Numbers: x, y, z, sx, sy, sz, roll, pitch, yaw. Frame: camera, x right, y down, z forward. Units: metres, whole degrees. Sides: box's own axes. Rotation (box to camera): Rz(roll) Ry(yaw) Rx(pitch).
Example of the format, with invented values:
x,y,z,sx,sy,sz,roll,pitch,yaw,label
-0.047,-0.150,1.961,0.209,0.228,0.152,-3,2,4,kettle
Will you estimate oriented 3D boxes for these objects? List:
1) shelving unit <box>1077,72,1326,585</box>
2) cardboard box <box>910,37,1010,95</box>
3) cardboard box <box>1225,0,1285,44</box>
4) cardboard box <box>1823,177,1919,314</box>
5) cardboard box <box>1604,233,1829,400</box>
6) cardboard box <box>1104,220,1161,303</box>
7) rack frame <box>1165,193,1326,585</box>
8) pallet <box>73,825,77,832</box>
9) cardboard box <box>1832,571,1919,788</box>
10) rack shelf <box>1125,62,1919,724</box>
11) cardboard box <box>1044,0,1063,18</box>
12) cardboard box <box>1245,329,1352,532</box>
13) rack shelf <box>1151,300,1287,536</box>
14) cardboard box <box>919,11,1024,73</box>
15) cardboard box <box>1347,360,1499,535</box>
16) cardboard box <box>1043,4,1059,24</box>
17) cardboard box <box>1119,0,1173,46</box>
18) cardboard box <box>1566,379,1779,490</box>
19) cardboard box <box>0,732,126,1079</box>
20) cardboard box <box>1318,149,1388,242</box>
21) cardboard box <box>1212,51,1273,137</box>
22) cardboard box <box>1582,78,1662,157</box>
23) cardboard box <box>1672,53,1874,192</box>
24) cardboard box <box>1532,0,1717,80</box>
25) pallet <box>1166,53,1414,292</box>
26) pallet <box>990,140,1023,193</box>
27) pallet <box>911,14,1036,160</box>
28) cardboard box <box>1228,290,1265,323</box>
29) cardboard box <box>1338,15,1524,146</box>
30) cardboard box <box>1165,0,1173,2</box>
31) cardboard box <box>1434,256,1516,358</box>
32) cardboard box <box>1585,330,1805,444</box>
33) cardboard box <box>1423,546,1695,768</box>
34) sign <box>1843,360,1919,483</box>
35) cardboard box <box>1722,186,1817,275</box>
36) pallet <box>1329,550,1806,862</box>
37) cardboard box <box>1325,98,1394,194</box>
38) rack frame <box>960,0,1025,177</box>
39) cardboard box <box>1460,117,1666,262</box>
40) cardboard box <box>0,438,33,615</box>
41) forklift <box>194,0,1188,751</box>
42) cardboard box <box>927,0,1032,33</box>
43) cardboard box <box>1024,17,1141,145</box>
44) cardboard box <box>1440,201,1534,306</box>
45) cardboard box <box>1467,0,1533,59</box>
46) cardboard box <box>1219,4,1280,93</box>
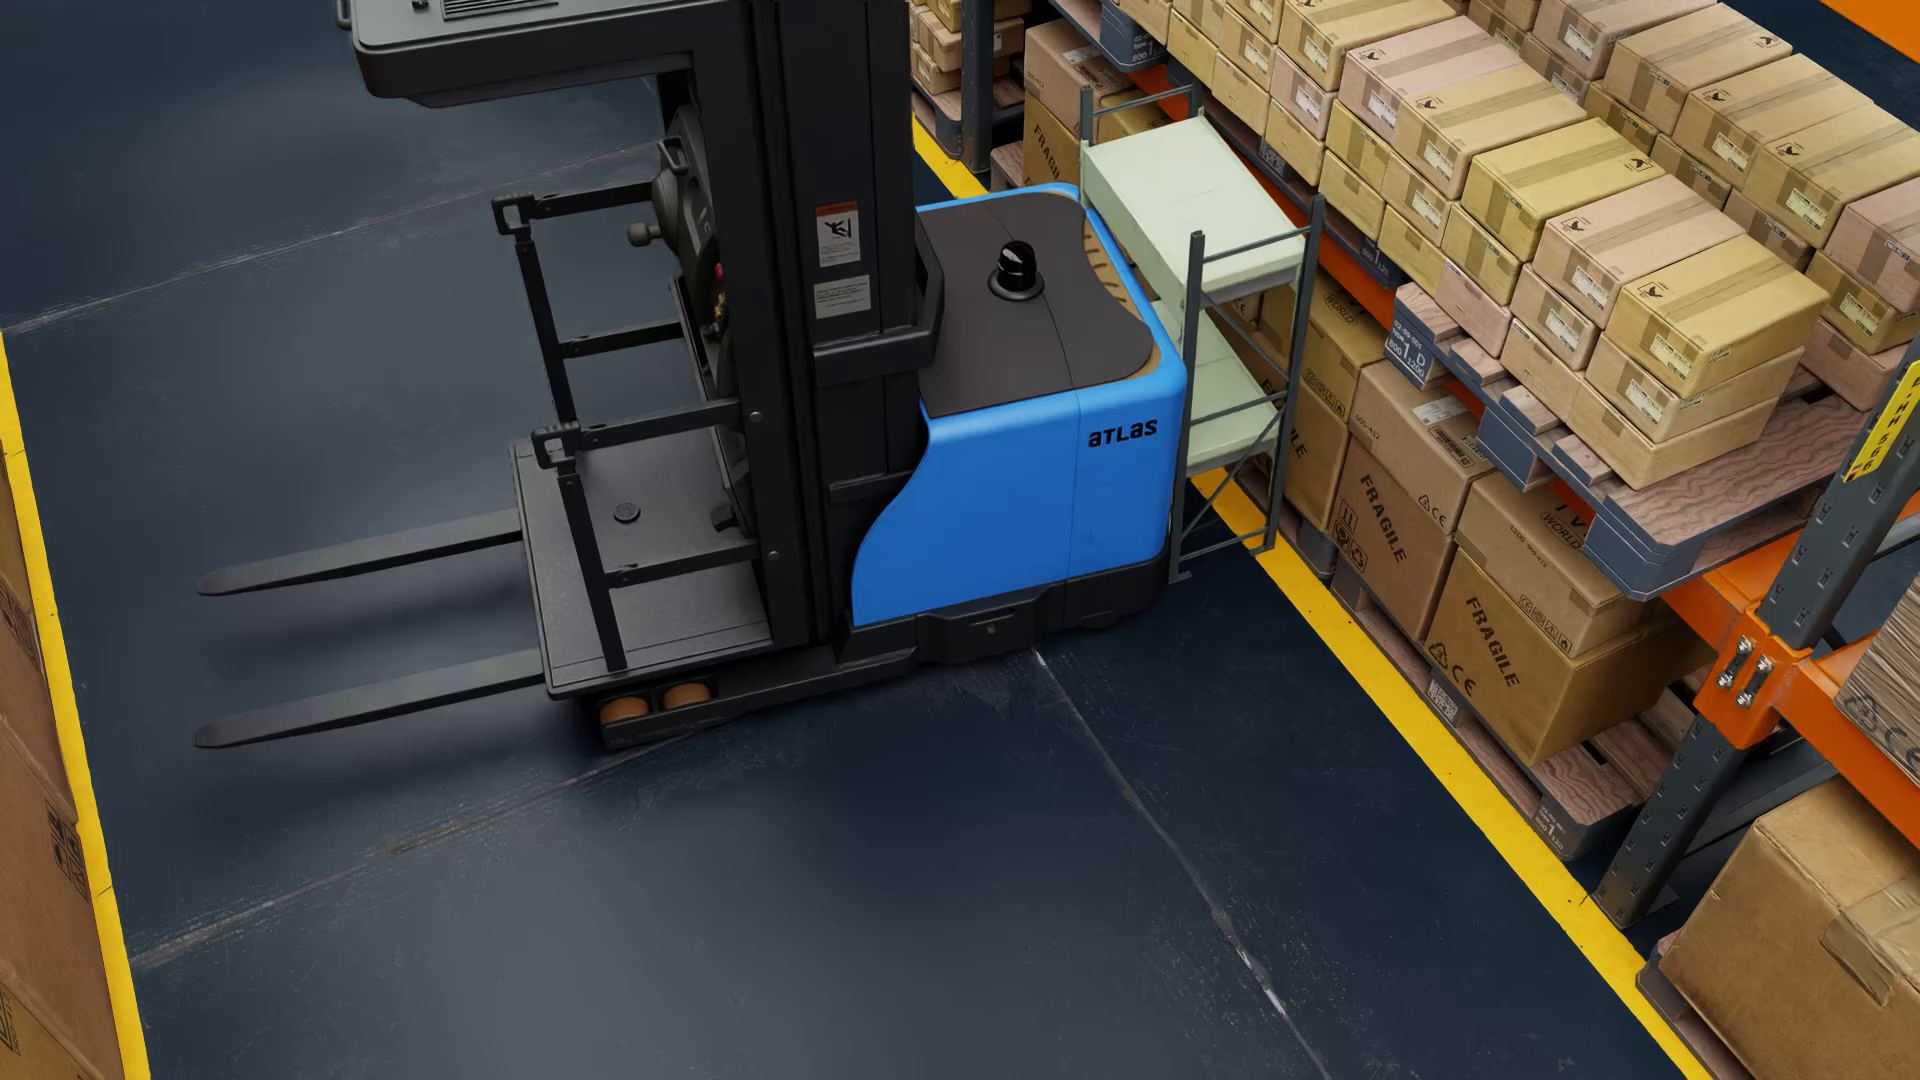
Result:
x,y,z,sx,sy,sz,roll,pitch,yaw,label
0.714,-0.656,5.299,0.431,1.500,0.755,-18,51,-11,shelving unit
-0.007,-2.099,7.208,0.380,0.149,0.250,-21,52,-17,cardboard box
0.966,-1.540,4.597,0.380,0.149,0.250,-20,52,-16,cardboard box
2.265,-0.708,3.869,0.380,0.149,0.250,-21,52,-17,cardboard box
1.674,-0.499,3.686,0.380,0.149,0.250,-23,53,-19,cardboard box
0.821,-1.131,6.128,0.500,0.500,0.500,-19,52,-16,cardboard box
0.847,-0.398,5.075,0.400,1.500,0.023,-18,51,-11,rack frame
-2.999,1.112,4.637,1.003,0.211,1.213,-21,52,-18,pallet
2.271,0.283,3.443,0.500,0.500,0.500,-21,52,-17,cardboard box
1.391,-1.179,5.267,1.077,0.370,4.000,-21,52,-18,rack shelf
0.594,-2.405,7.278,0.380,0.149,0.250,-19,51,-16,cardboard box
1.282,-0.440,5.524,0.500,0.500,0.500,-23,53,-19,cardboard box
0.731,-0.447,5.549,0.431,0.370,0.720,-18,51,-11,rack shelf
0.049,-2.154,7.058,0.380,0.149,0.250,-20,52,-17,cardboard box
1.519,-0.341,4.939,0.500,0.250,0.500,-20,52,-17,cardboard box
0.595,-2.309,7.391,0.380,0.149,0.250,-23,53,-19,cardboard box
0.721,-1.697,5.130,0.380,0.149,0.250,-23,53,-19,cardboard box
1.672,-0.305,3.912,0.380,0.149,0.250,-20,52,-17,cardboard box
-2.849,1.056,3.966,1.225,0.875,0.875,-21,52,-17,cardboard box
1.206,-0.991,4.512,0.380,0.149,0.250,-23,53,-19,cardboard box
0.962,-1.346,4.823,0.380,0.149,0.250,-23,53,-19,cardboard box
1.897,-1.151,4.454,0.380,0.149,0.250,-21,52,-17,cardboard box
2.033,-1.050,4.168,0.380,0.149,0.250,-21,52,-18,cardboard box
1.787,-1.407,4.481,0.380,0.149,0.250,-19,51,-16,cardboard box
1.364,-1.325,5.044,1.003,0.211,1.213,-21,52,-18,pallet
0.833,-1.316,6.761,1.003,0.211,1.213,-21,52,-18,pallet
0.137,-2.274,7.599,1.003,0.211,1.213,-21,52,-18,pallet
1.054,-1.033,5.544,0.500,0.250,0.500,-19,52,-16,cardboard box
1.211,-1.184,4.285,0.380,0.149,0.250,-21,52,-18,cardboard box
0.731,-1.787,5.011,0.380,0.149,0.250,-19,52,-16,cardboard box
1.441,-0.644,4.208,0.380,0.149,0.250,-20,52,-17,cardboard box
1.675,-0.405,3.802,0.380,0.149,0.250,-20,52,-17,cardboard box
1.772,0.257,4.914,0.500,0.500,0.500,-21,52,-18,cardboard box
1.828,-0.239,3.250,0.100,0.325,0.005,-21,52,-18,sign
2.137,-0.804,4.151,0.380,0.149,0.250,-19,51,-16,cardboard box
1.950,0.317,5.332,1.003,0.211,1.213,-21,52,-18,pallet
1.203,-1.093,4.404,0.380,0.149,0.250,-21,52,-18,cardboard box
0.476,-2.755,6.166,1.000,3.000,0.127,-21,52,-18,rack frame
1.441,-0.843,3.987,0.380,0.149,0.250,-20,52,-16,cardboard box
-3.670,-0.131,5.004,1.225,0.875,0.875,-21,52,-17,cardboard box
-0.904,-0.767,4.473,3.031,2.935,1.130,-12,50,-11,forklift
0.081,-2.299,6.987,0.380,0.149,0.250,-20,52,-17,cardboard box
0.579,-1.731,6.155,0.500,0.250,0.500,-23,53,-19,cardboard box
1.429,-0.758,4.110,0.380,0.149,0.250,-20,52,-17,cardboard box
1.673,-1.485,4.746,0.380,0.149,0.250,-22,52,-18,cardboard box
0.964,-1.440,4.707,0.380,0.149,0.250,-22,52,-18,cardboard box
